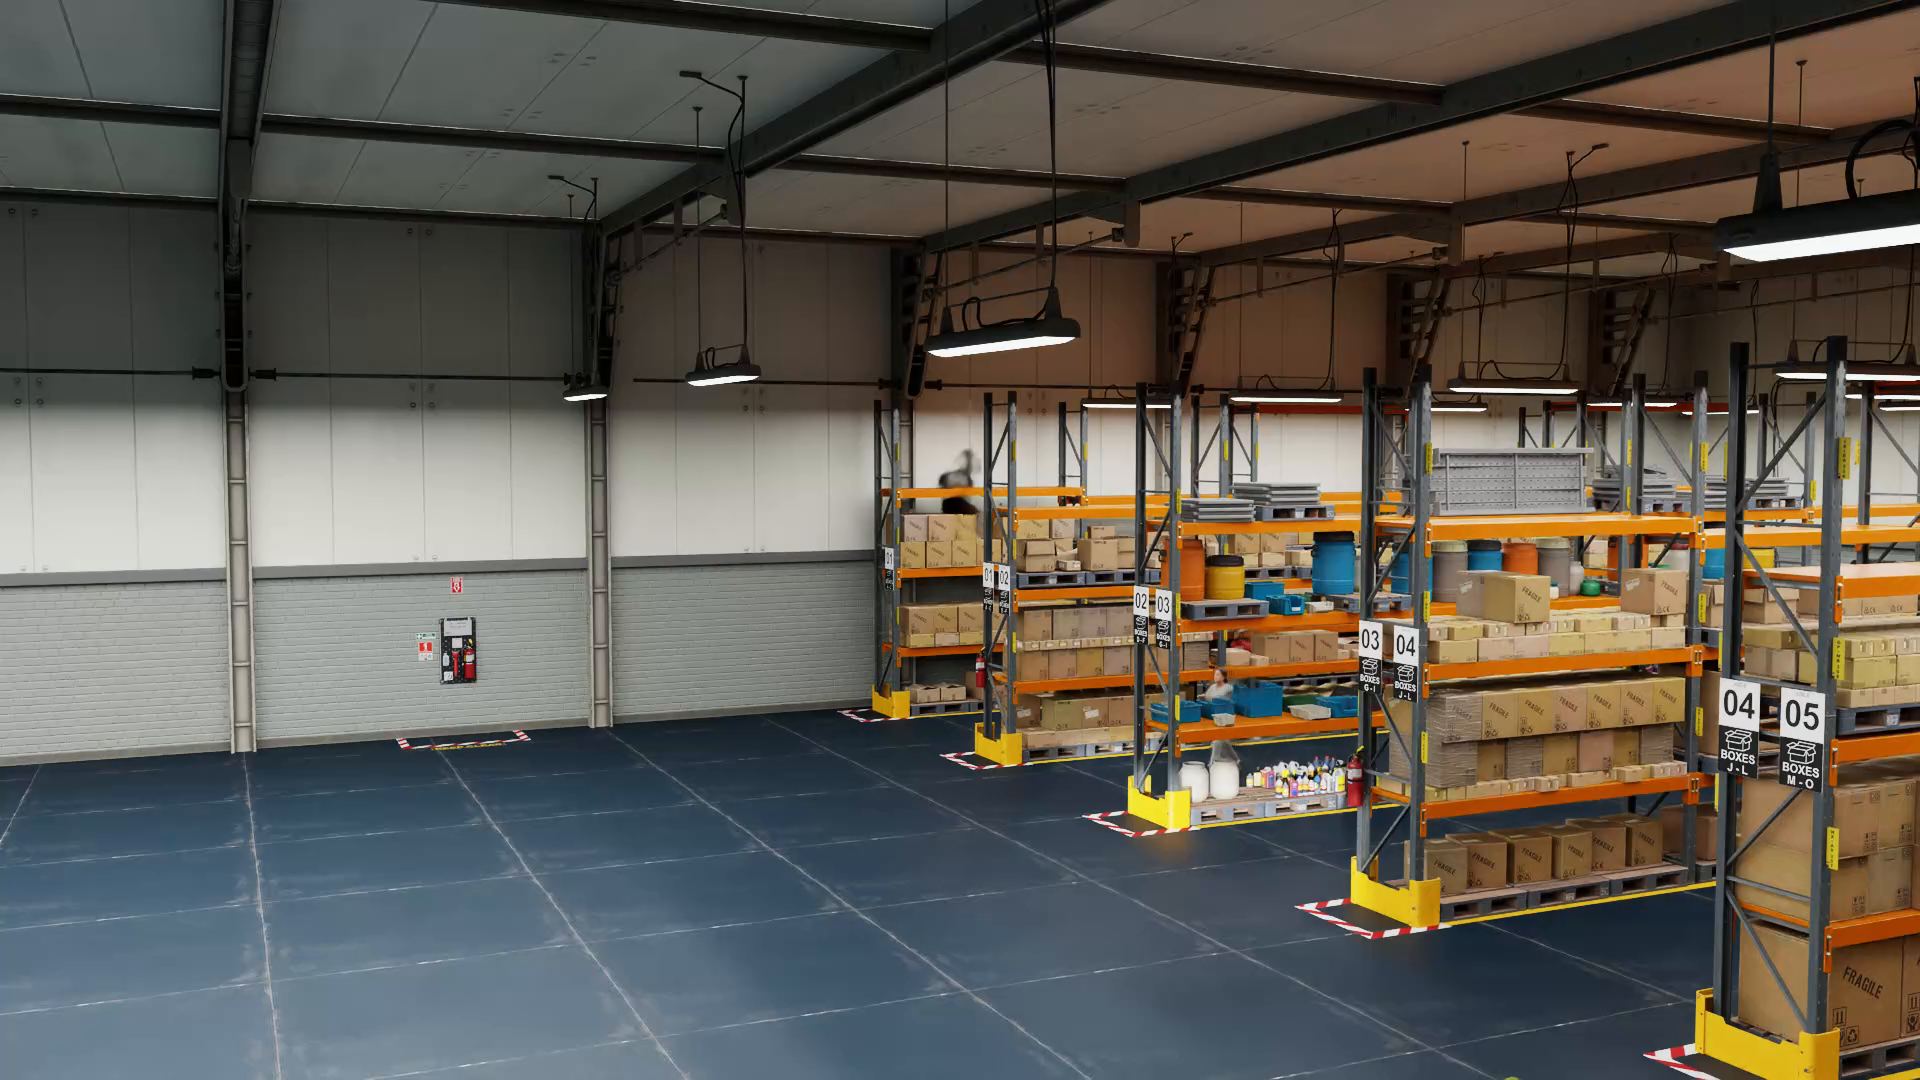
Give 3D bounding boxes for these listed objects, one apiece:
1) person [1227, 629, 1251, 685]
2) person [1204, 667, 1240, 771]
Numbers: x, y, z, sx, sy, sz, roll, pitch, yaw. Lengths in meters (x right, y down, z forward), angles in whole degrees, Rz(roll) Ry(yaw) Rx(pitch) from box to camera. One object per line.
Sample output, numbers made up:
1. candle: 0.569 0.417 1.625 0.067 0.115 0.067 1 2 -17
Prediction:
1. person: 5.223 2.499 31.349 0.622 1.674 0.659 -2 4 -28
2. person: 4.054 2.818 25.729 0.831 1.721 0.566 -2 4 -36
